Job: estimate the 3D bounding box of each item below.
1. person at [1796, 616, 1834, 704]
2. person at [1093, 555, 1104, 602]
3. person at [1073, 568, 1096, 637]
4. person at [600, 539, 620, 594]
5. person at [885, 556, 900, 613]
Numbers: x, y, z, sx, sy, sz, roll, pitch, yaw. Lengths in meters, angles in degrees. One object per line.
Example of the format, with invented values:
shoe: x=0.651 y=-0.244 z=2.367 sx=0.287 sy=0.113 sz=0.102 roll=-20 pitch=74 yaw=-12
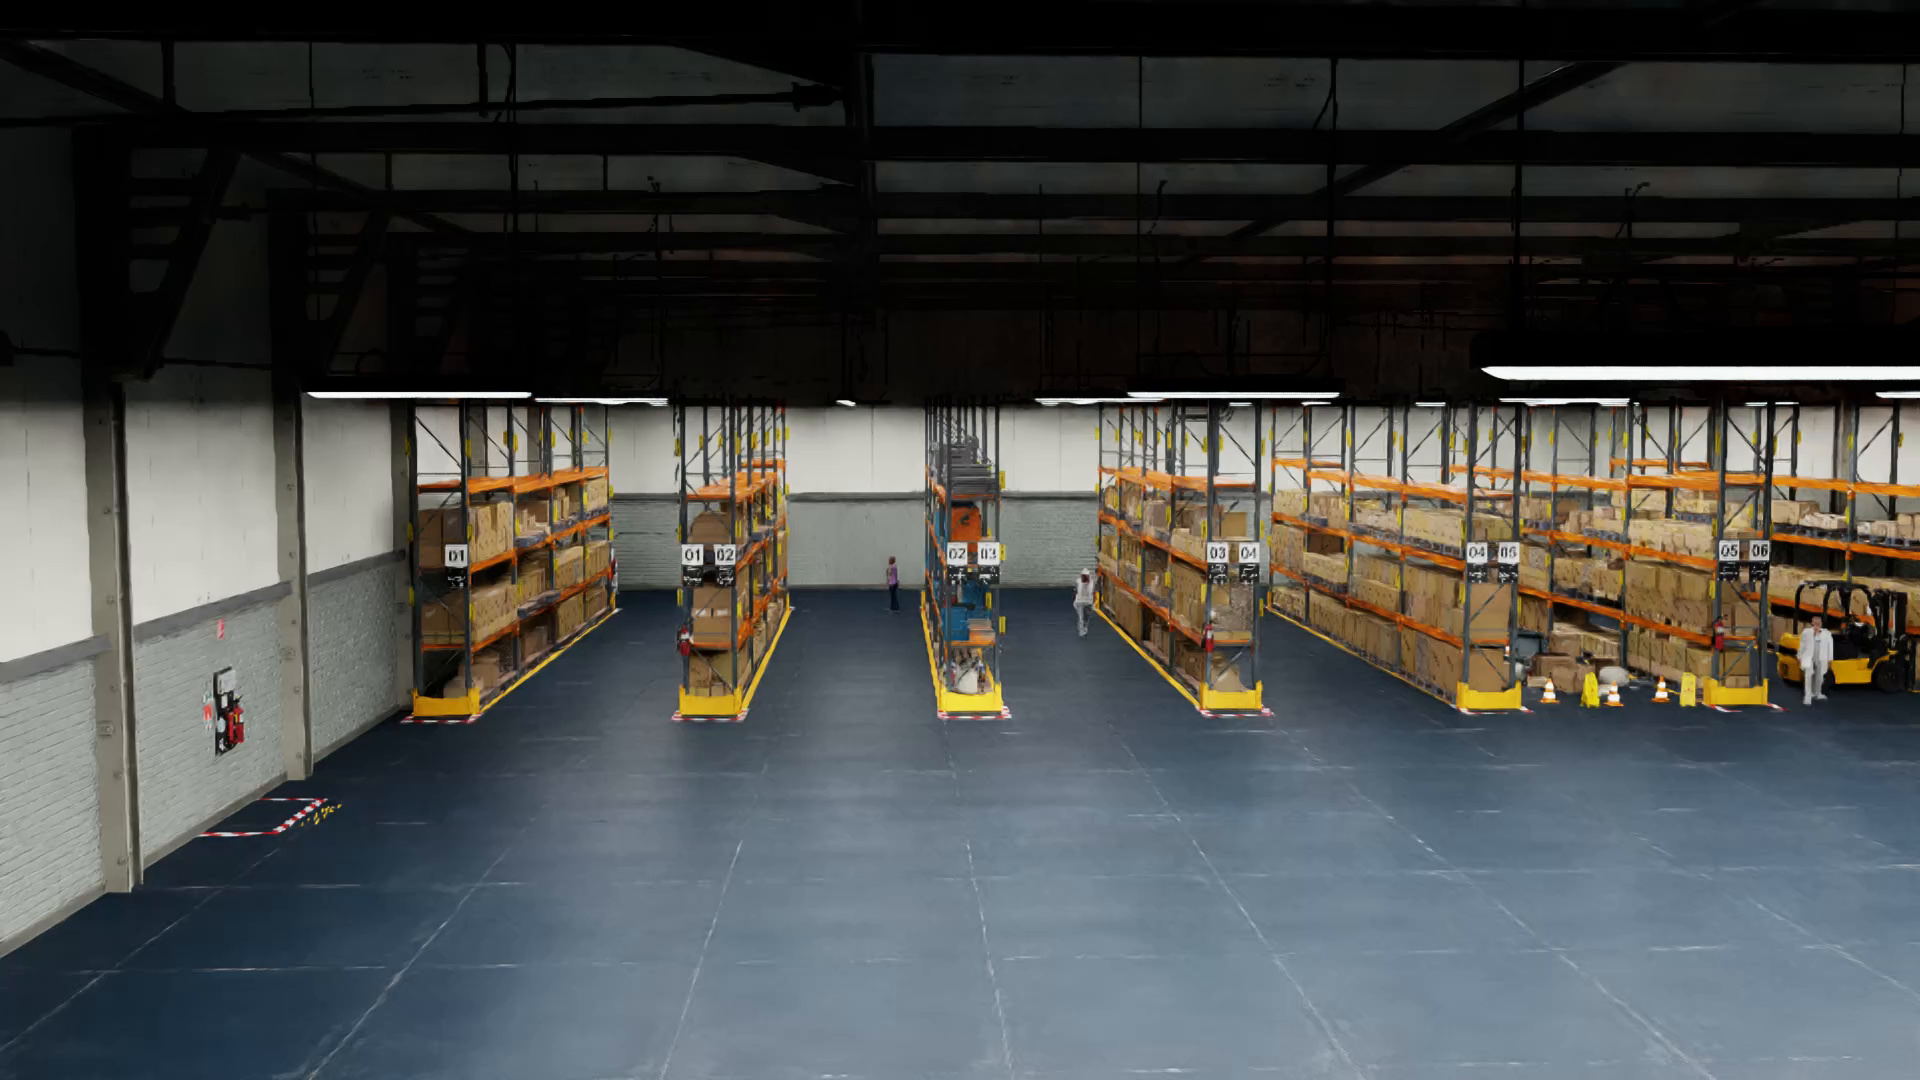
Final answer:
person: x=16.624 y=2.311 z=32.326 sx=0.635 sy=1.721 sz=1.045 roll=1 pitch=5 yaw=17
person: x=4.227 y=1.000 z=48.808 sx=0.562 sy=1.709 sz=0.733 roll=3 pitch=5 yaw=33
person: x=3.152 y=1.556 z=41.789 sx=0.563 sy=1.707 sz=1.118 roll=0 pitch=5 yaw=-4
person: x=-10.818 y=0.823 z=51.052 sx=0.676 sy=1.734 sz=0.746 roll=-2 pitch=5 yaw=-24
person: x=-1.902 y=1.237 z=46.562 sx=0.532 sy=1.588 sz=0.536 roll=2 pitch=5 yaw=24
